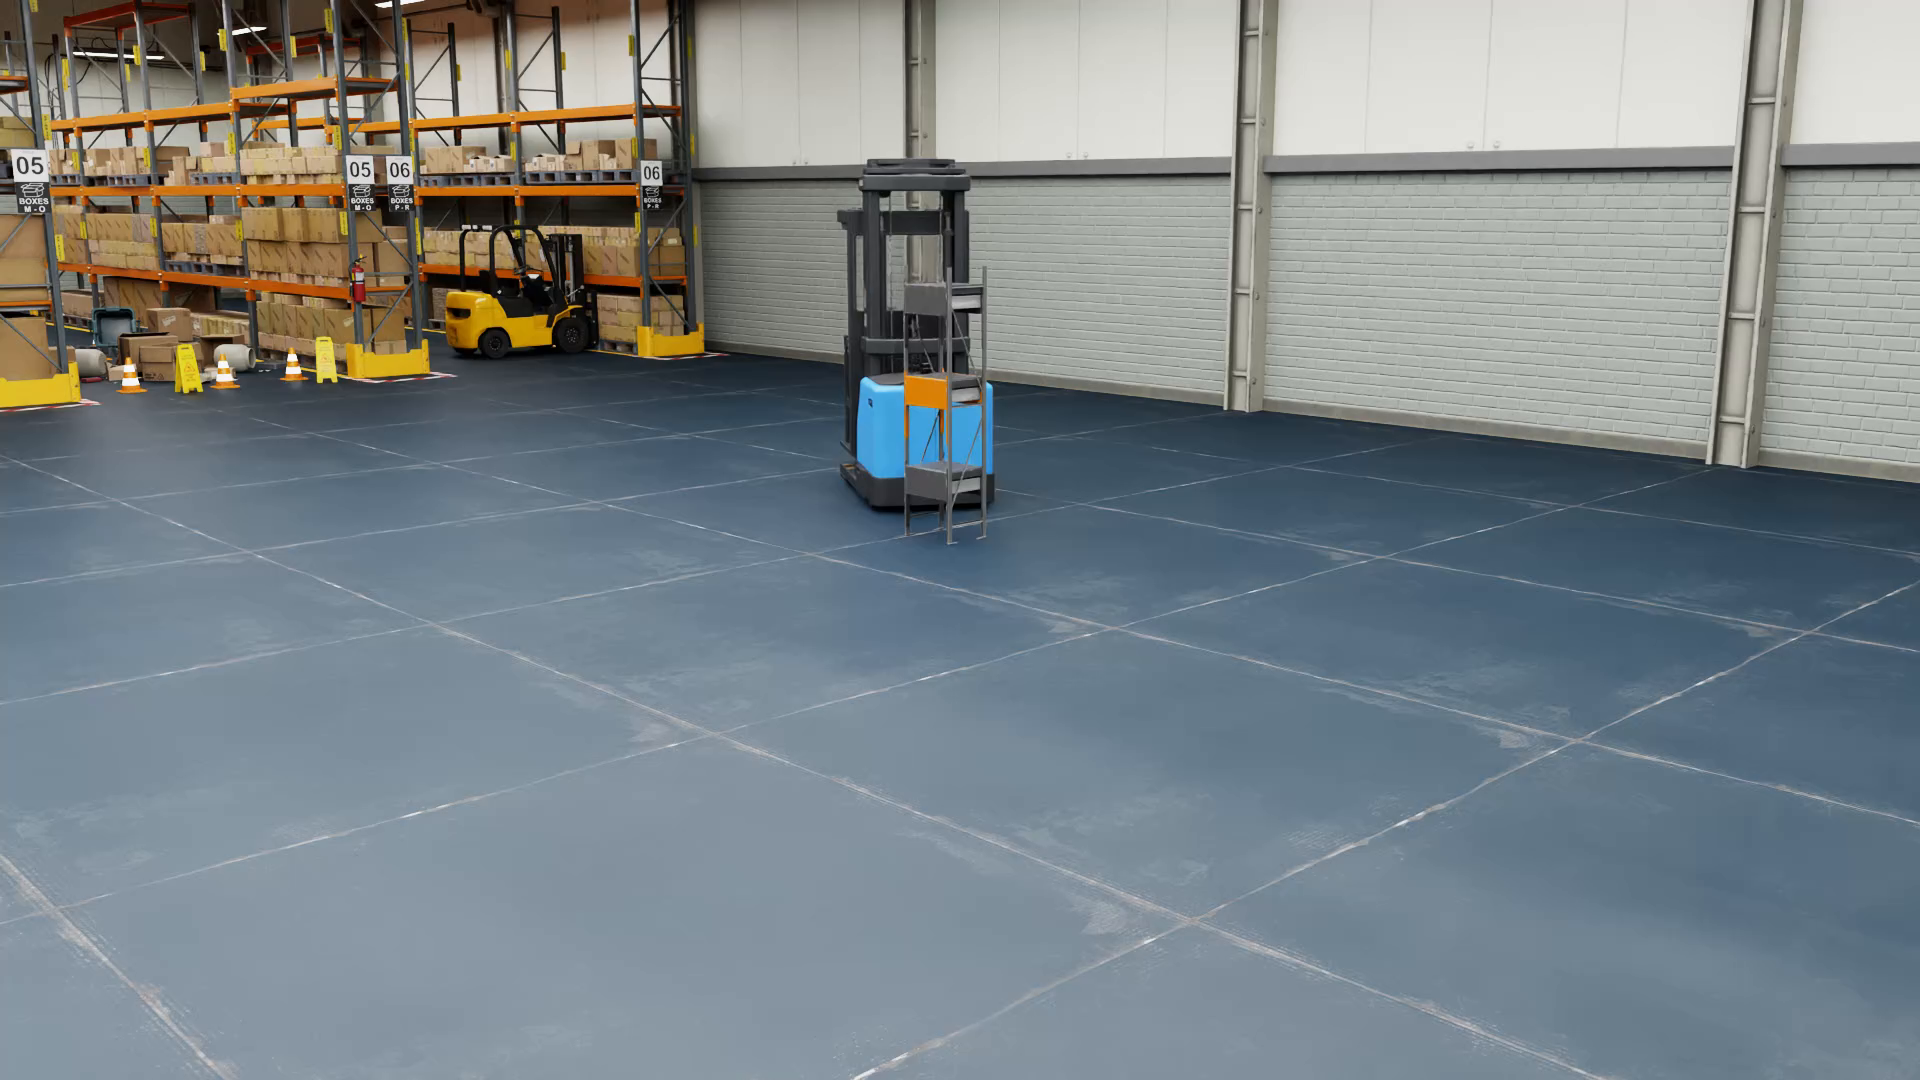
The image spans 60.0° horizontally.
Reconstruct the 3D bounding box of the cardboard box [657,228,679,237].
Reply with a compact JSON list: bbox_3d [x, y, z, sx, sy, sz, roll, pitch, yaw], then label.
[{"bbox_3d":[-4.986,-5.215,28.196,0.380,0.149,0.250,-11,16,-44],"label":"cardboard box"}]

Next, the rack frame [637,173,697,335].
[{"bbox_3d":[-4.908,-4.623,27.919,1.000,3.000,0.127,-11,16,-43],"label":"rack frame"}]

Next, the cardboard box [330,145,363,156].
[{"bbox_3d":[-8.943,-5.676,24.241,0.380,0.149,0.250,-11,16,-42],"label":"cardboard box"}]

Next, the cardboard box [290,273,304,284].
[{"bbox_3d":[-10.201,-4.080,25.906,0.380,0.149,0.250,-11,16,-43],"label":"cardboard box"}]

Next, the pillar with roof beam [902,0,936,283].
[{"bbox_3d":[-3.707,-6.313,21.255,9.100,9.000,0.400,-11,16,-43],"label":"pillar with roof beam"}]

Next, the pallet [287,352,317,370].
[{"bbox_3d":[-9.922,-2.878,26.358,1.003,0.211,1.213,-11,16,-43],"label":"pallet"}]

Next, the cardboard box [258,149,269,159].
[{"bbox_3d":[-10.738,-6.044,26.029,0.380,0.149,0.250,-11,16,-43],"label":"cardboard box"}]

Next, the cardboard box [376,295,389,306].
[{"bbox_3d":[-11.954,-5.028,35.036,0.500,0.500,0.500,11,16,43],"label":"cardboard box"}]

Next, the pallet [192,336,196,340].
[{"bbox_3d":[-13.482,-3.619,29.953,1.003,0.211,1.213,-11,16,-43],"label":"pallet"}]

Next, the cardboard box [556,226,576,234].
[{"bbox_3d":[-6.934,-5.484,29.504,0.380,0.149,0.250,-11,16,-43],"label":"cardboard box"}]

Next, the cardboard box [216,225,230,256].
[{"bbox_3d":[-12.086,-5.023,27.833,0.500,0.500,0.500,-11,16,-42],"label":"cardboard box"}]

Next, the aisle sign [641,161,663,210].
[{"bbox_3d":[-5.075,-5.846,27.412,0.394,0.787,0.004,-11,16,-43],"label":"aisle sign"}]

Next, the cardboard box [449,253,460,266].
[{"bbox_3d":[-9.599,-5.470,32.402,0.500,0.250,0.500,11,16,43],"label":"cardboard box"}]

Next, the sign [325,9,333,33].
[{"bbox_3d":[-8.911,-7.330,23.483,0.100,0.325,0.005,-11,16,-43],"label":"sign"}]

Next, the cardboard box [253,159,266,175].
[{"bbox_3d":[-10.789,-5.880,26.219,0.500,0.250,0.500,-11,16,-43],"label":"cardboard box"}]

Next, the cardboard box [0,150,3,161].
[{"bbox_3d":[-12.187,-4.959,21.449,0.380,0.149,0.250,-11,16,-42],"label":"cardboard box"}]

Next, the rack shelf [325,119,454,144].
[{"bbox_3d":[-11.814,-8.473,34.511,1.077,0.370,4.000,-11,16,-43],"label":"rack shelf"}]

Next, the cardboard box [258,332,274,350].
[{"bbox_3d":[-11.046,-3.250,27.027,0.500,0.250,0.500,11,16,43],"label":"cardboard box"}]

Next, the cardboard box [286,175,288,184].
[{"bbox_3d":[-10.154,-5.556,25.634,0.380,0.149,0.250,-11,16,-42],"label":"cardboard box"}]

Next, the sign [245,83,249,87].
[{"bbox_3d":[-16.350,-10.318,38.179,0.100,0.325,0.005,-11,16,-43],"label":"sign"}]

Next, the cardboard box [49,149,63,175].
[{"bbox_3d":[-18.261,-7.724,33.998,0.500,0.500,0.500,-11,16,-42],"label":"cardboard box"}]

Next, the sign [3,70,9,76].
[{"bbox_3d":[-19.951,-9.663,34.807,0.100,0.325,0.005,-11,16,-43],"label":"sign"}]

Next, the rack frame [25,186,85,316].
[{"bbox_3d":[-19.545,-6.266,35.893,1.000,3.000,0.127,-11,16,-43],"label":"rack frame"}]

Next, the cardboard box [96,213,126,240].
[{"bbox_3d":[-16.315,-6.047,32.101,0.500,0.500,0.500,-11,16,-43],"label":"cardboard box"}]

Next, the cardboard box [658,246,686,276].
[{"bbox_3d":[-5.049,-4.783,28.448,0.500,0.500,0.500,-10,15,-41],"label":"cardboard box"}]

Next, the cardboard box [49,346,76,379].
[{"bbox_3d":[-12.954,-2.504,23.819,0.500,0.500,0.500,-8,14,-33],"label":"cardboard box"}]

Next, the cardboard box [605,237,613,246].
[{"bbox_3d":[-5.846,-5.119,28.469,0.380,0.149,0.250,-11,16,-43],"label":"cardboard box"}]

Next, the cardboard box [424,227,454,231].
[{"bbox_3d":[-10.675,-6.143,34.004,0.500,0.500,0.500,-10,15,-40],"label":"cardboard box"}]

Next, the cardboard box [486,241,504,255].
[{"bbox_3d":[-8.555,-5.489,31.252,0.500,0.250,0.500,11,16,44],"label":"cardboard box"}]

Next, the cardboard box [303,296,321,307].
[{"bbox_3d":[-9.892,-3.676,25.627,0.380,0.149,0.250,-10,15,-40],"label":"cardboard box"}]

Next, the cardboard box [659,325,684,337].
[{"bbox_3d":[-5.106,-3.581,28.634,0.500,0.250,0.500,-11,16,-42],"label":"cardboard box"}]

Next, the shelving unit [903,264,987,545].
[{"bbox_3d":[-0.114,-1.053,12.817,0.431,2.100,0.503,-11,16,-43],"label":"shelving unit"}]

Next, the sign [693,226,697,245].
[{"bbox_3d":[-4.503,-5.163,28.195,0.100,0.325,0.005,-11,16,-43],"label":"sign"}]

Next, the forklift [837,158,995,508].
[{"bbox_3d":[-0.511,-1.961,15.168,1.130,2.935,3.031,-2,12,-12],"label":"forklift"}]

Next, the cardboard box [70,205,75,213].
[{"bbox_3d":[-17.682,-6.665,33.497,0.380,0.149,0.250,-11,16,-43],"label":"cardboard box"}]

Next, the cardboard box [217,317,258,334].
[{"bbox_3d":[-12.121,-3.614,28.492,0.950,0.372,0.625,-10,15,-39],"label":"cardboard box"}]

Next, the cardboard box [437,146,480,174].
[{"bbox_3d":[-9.688,-7.364,32.253,0.700,0.500,0.500,-11,16,-44],"label":"cardboard box"}]

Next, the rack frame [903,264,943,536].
[{"bbox_3d":[-0.283,-1.088,12.990,0.400,2.100,0.015,-11,16,-43],"label":"rack frame"}]

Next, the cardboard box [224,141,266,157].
[{"bbox_3d":[-11.750,-6.428,27.337,0.500,0.250,0.500,-10,16,-41],"label":"cardboard box"}]

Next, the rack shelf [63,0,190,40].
[{"bbox_3d":[-15.401,-9.604,30.775,1.077,0.370,4.000,-11,16,-43],"label":"rack shelf"}]

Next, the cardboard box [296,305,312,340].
[{"bbox_3d":[-9.944,-3.388,25.839,0.500,0.500,0.500,11,16,44],"label":"cardboard box"}]

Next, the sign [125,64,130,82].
[{"bbox_3d":[-16.398,-9.194,32.728,0.100,0.325,0.005,-11,16,-43],"label":"sign"}]

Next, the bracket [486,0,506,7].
[{"bbox_3d":[-8.851,-10.318,31.770,0.235,0.232,0.430,-11,16,-43],"label":"bracket"}]

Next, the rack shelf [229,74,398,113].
[{"bbox_3d":[-9.877,-6.807,25.444,1.077,0.370,4.000,-11,16,-43],"label":"rack shelf"}]

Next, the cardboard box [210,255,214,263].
[{"bbox_3d":[-12.507,-4.785,28.286,0.380,0.149,0.250,-11,16,-43],"label":"cardboard box"}]

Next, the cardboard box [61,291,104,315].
[{"bbox_3d":[-18.379,-5.002,35.067,0.875,0.438,0.875,-10,16,-41],"label":"cardboard box"}]

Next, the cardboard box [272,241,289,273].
[{"bbox_3d":[-10.455,-4.462,26.148,0.500,0.500,0.500,-11,16,-43],"label":"cardboard box"}]

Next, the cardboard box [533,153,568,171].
[{"bbox_3d":[-7.272,-6.732,29.652,0.500,0.311,0.500,-10,16,-41],"label":"cardboard box"}]

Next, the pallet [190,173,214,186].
[{"bbox_3d":[-12.326,-6.148,28.351,1.213,0.211,1.003,-11,16,-43],"label":"pallet"}]

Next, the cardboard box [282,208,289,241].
[{"bbox_3d":[-10.021,-4.887,25.735,0.700,0.500,0.500,-11,16,-43],"label":"cardboard box"}]

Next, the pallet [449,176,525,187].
[{"bbox_3d":[-9.125,-6.918,32.092,1.003,0.211,1.213,-10,15,-40],"label":"pallet"}]

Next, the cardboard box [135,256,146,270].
[{"bbox_3d":[-14.921,-5.135,30.775,0.500,0.250,0.500,-11,16,-42],"label":"cardboard box"}]

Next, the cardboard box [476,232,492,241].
[{"bbox_3d":[-8.971,-5.775,31.654,0.380,0.149,0.250,-11,16,-42],"label":"cardboard box"}]
